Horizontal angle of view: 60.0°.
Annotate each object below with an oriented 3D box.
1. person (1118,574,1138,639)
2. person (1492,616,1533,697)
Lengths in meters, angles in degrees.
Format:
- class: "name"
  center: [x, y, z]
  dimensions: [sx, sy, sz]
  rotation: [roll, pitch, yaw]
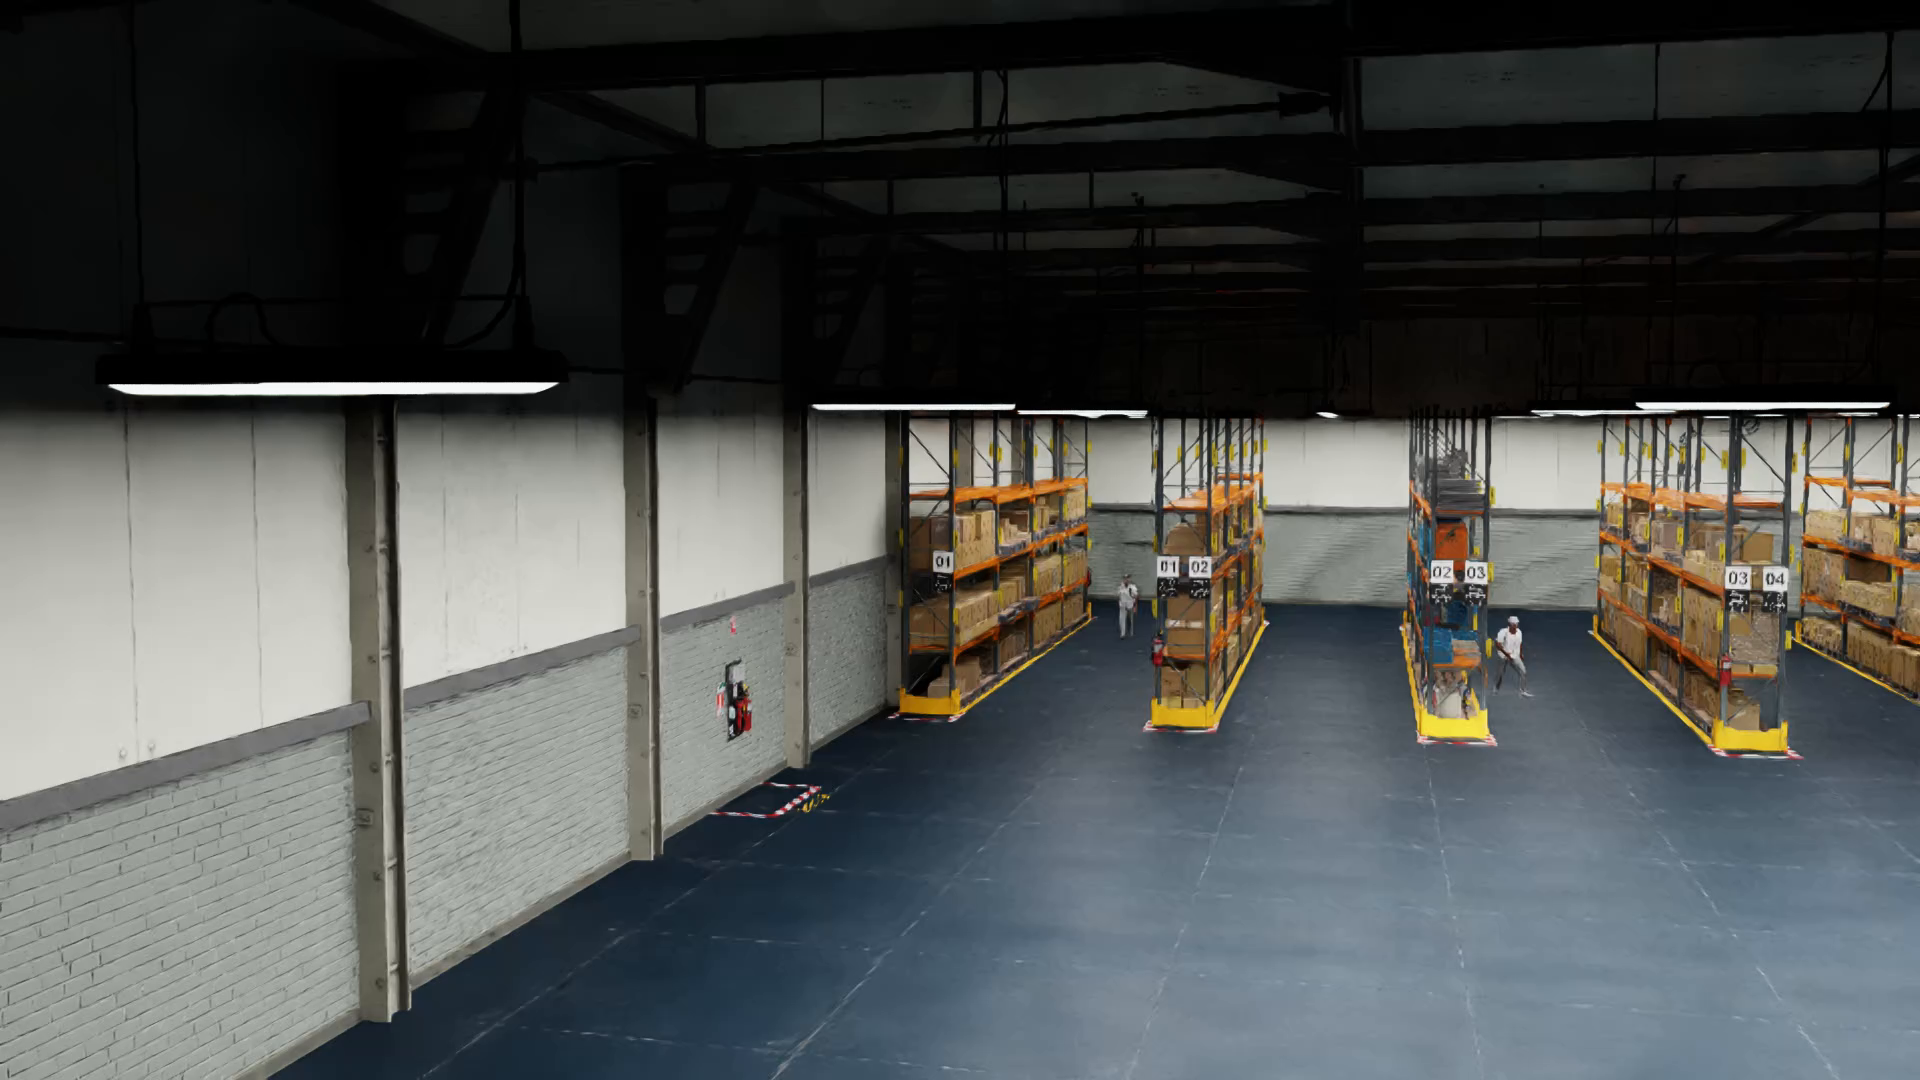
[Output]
- class: "person"
  center: [4.414, 1.722, 43.790]
  dimensions: [0.556, 1.712, 1.030]
  rotation: [1, 4, 13]
- class: "person"
  center: [11.372, 2.395, 34.397]
  dimensions: [0.705, 1.698, 0.801]
  rotation: [-1, 4, -9]
